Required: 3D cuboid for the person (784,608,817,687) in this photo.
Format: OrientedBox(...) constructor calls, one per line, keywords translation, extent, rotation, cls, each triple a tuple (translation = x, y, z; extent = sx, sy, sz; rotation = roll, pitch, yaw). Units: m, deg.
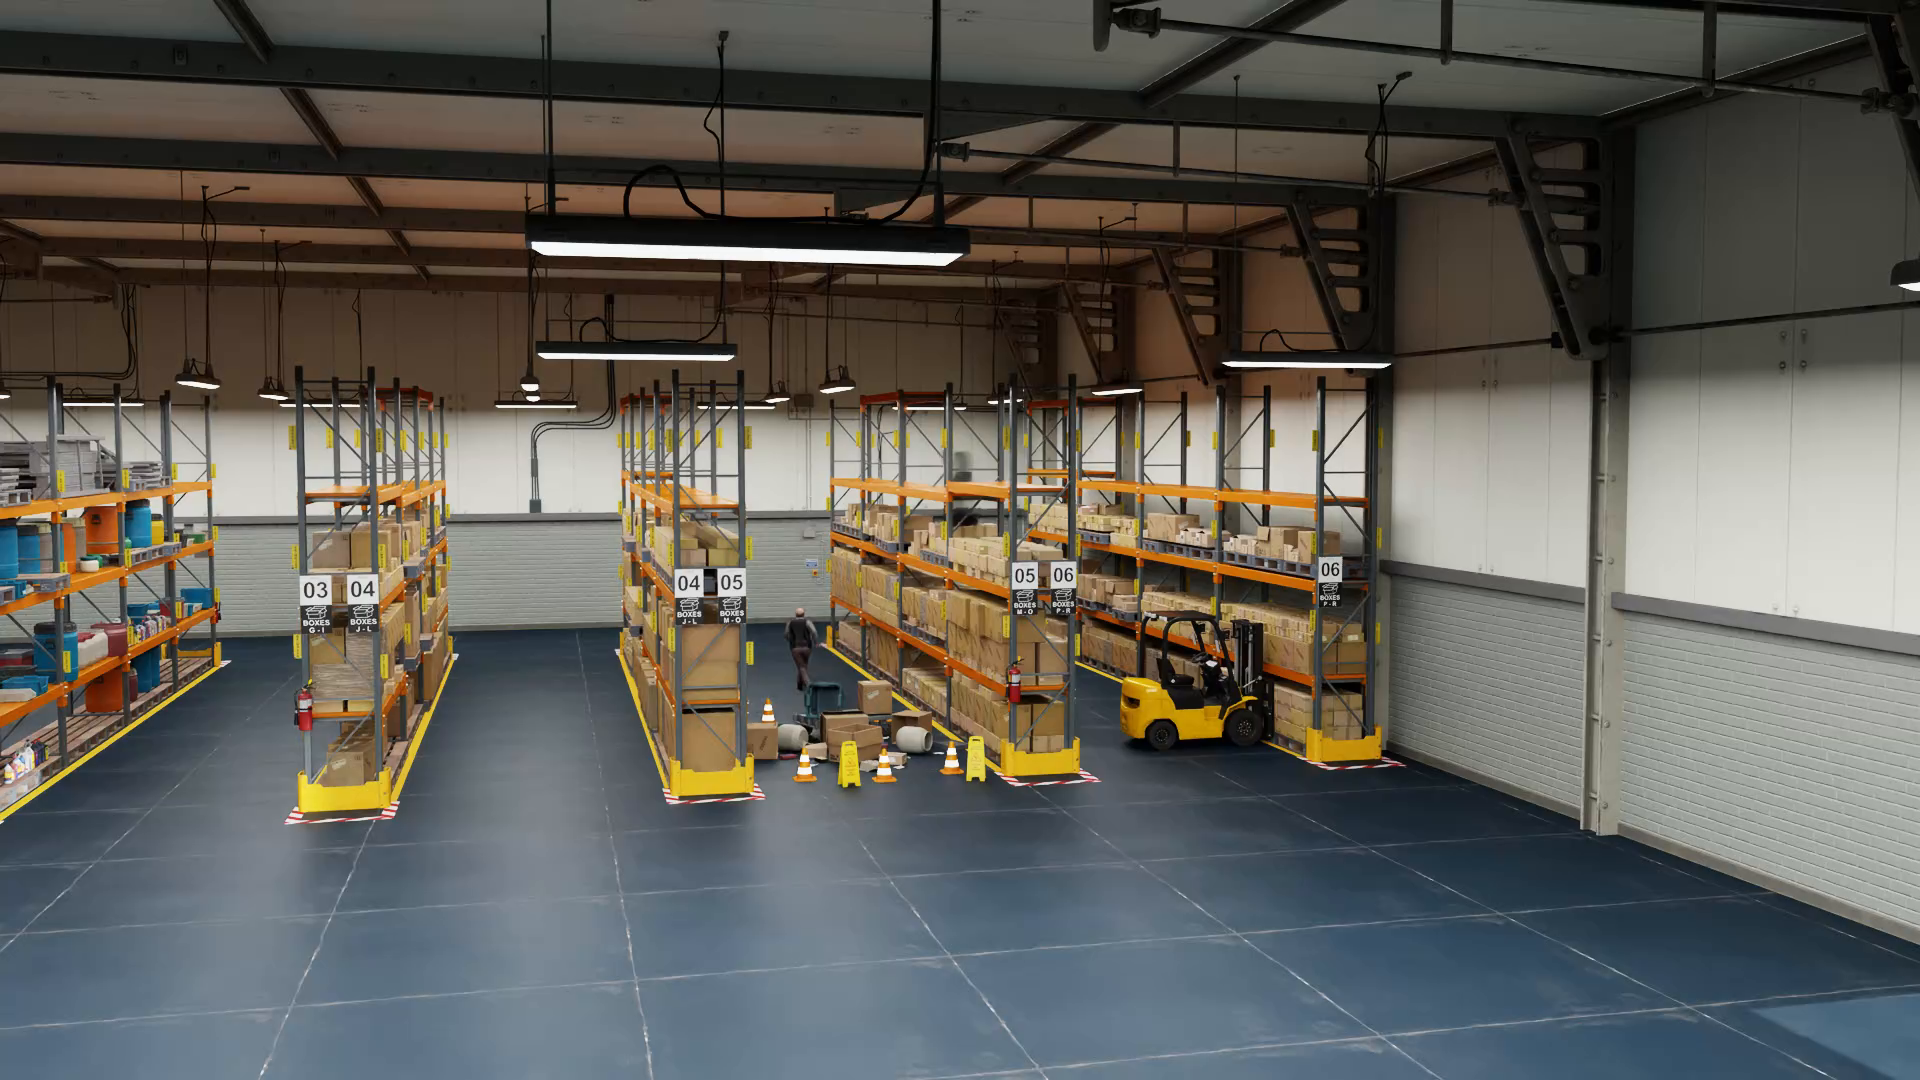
OrientedBox(translation=(-3.158, 2.151, 33.067), extent=(0.661, 1.529, 0.815), rotation=(-1, 3, -10), cls="person")
